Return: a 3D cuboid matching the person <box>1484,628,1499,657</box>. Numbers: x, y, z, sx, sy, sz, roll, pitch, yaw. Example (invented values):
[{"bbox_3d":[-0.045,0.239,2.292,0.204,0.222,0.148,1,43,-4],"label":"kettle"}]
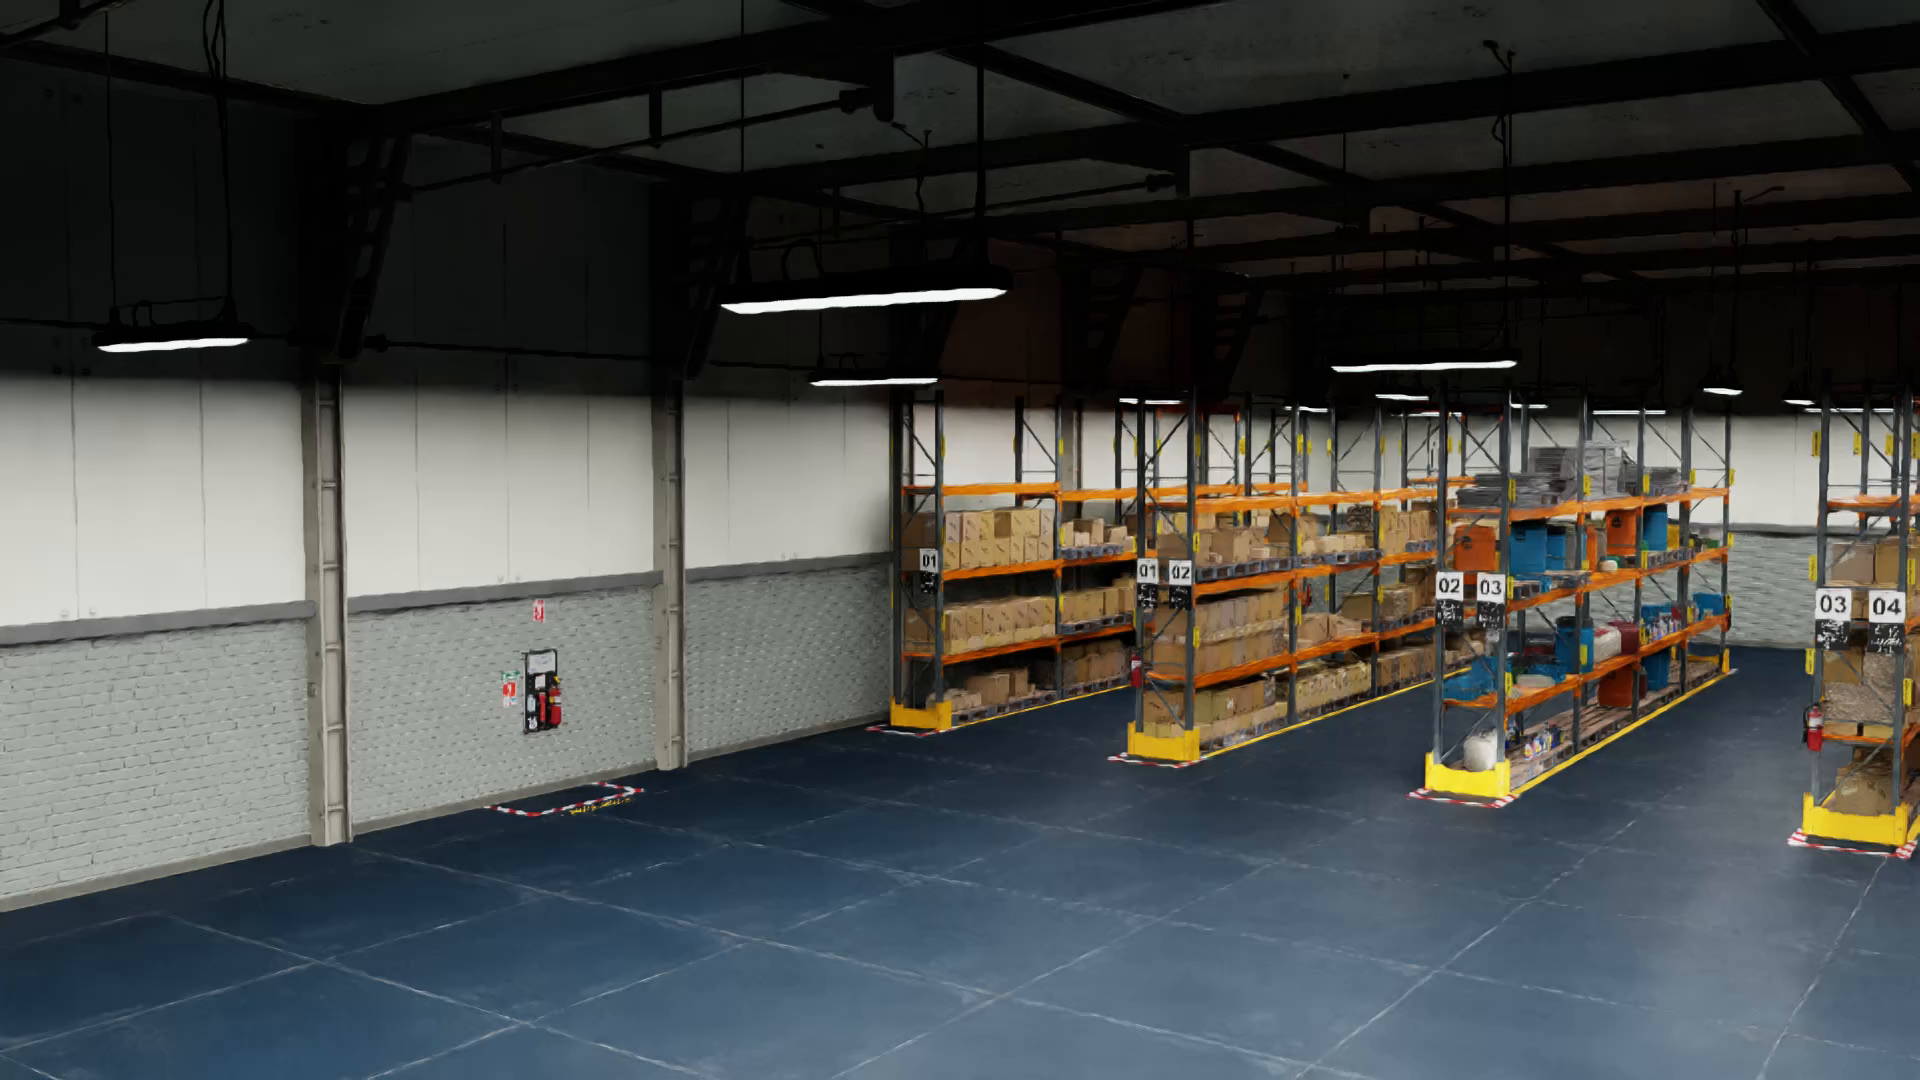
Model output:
[{"bbox_3d":[11.542,2.164,35.893,0.461,1.623,0.999,2,4,34],"label":"person"}]
